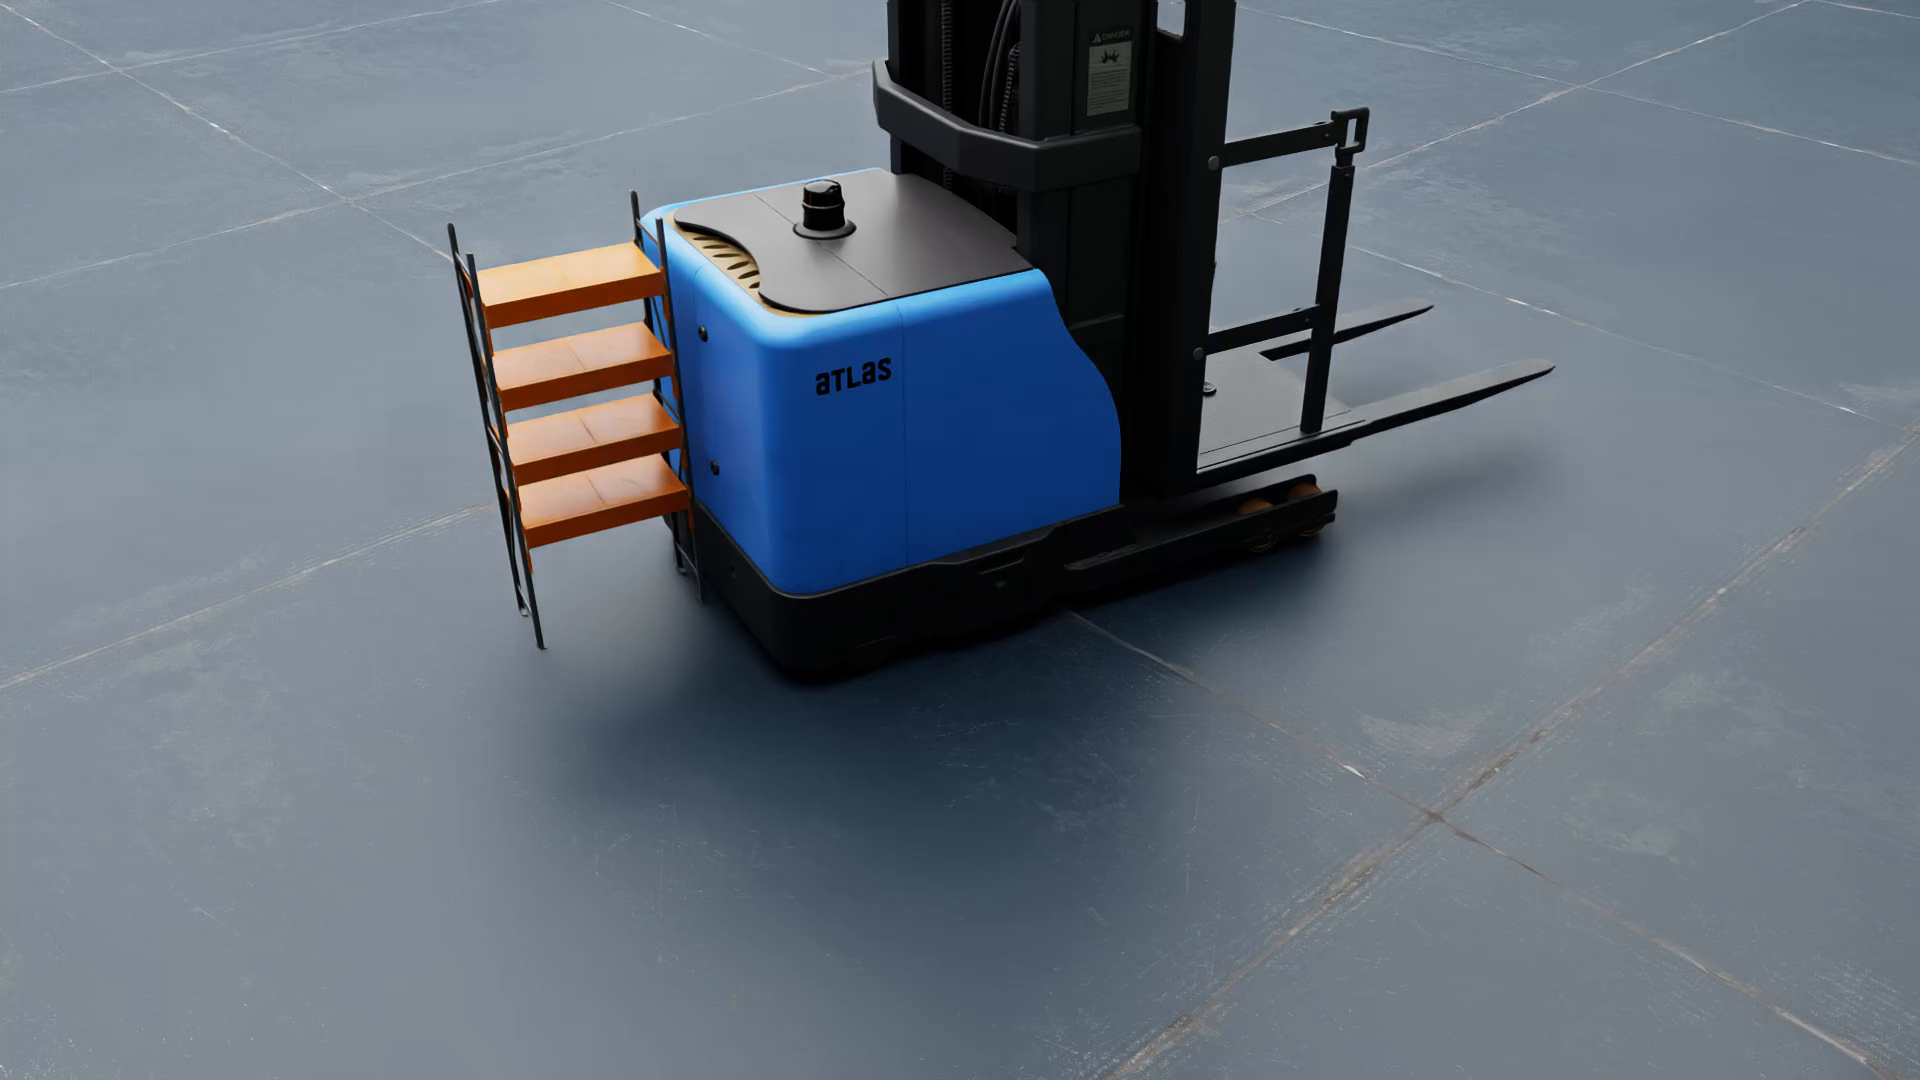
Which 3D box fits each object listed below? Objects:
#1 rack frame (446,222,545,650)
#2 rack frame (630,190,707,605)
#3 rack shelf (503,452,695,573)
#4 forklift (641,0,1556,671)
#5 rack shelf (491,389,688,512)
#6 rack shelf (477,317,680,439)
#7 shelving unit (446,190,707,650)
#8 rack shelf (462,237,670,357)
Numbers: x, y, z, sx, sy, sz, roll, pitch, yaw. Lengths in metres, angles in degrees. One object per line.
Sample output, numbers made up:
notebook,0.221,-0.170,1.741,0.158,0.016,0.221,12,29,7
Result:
rack frame,-1.254,-0.253,4.513,0.015,1.200,0.240,-16,35,-22
rack frame,-0.819,-0.375,4.696,0.015,1.200,0.240,-16,35,-22
rack shelf,-1.032,-0.088,4.745,0.480,0.148,0.258,-16,35,-22
forklift,0.605,-1.436,4.789,3.031,2.935,1.130,-16,35,-25
rack shelf,-1.035,-0.257,4.640,0.480,0.148,0.258,-16,35,-22
rack shelf,-1.039,-0.447,4.522,0.480,0.148,0.258,-16,35,-22
shelving unit,-1.036,-0.314,4.605,0.503,1.200,0.258,-16,35,-22
rack shelf,-1.042,-0.647,4.397,0.480,0.148,0.258,-16,35,-22
